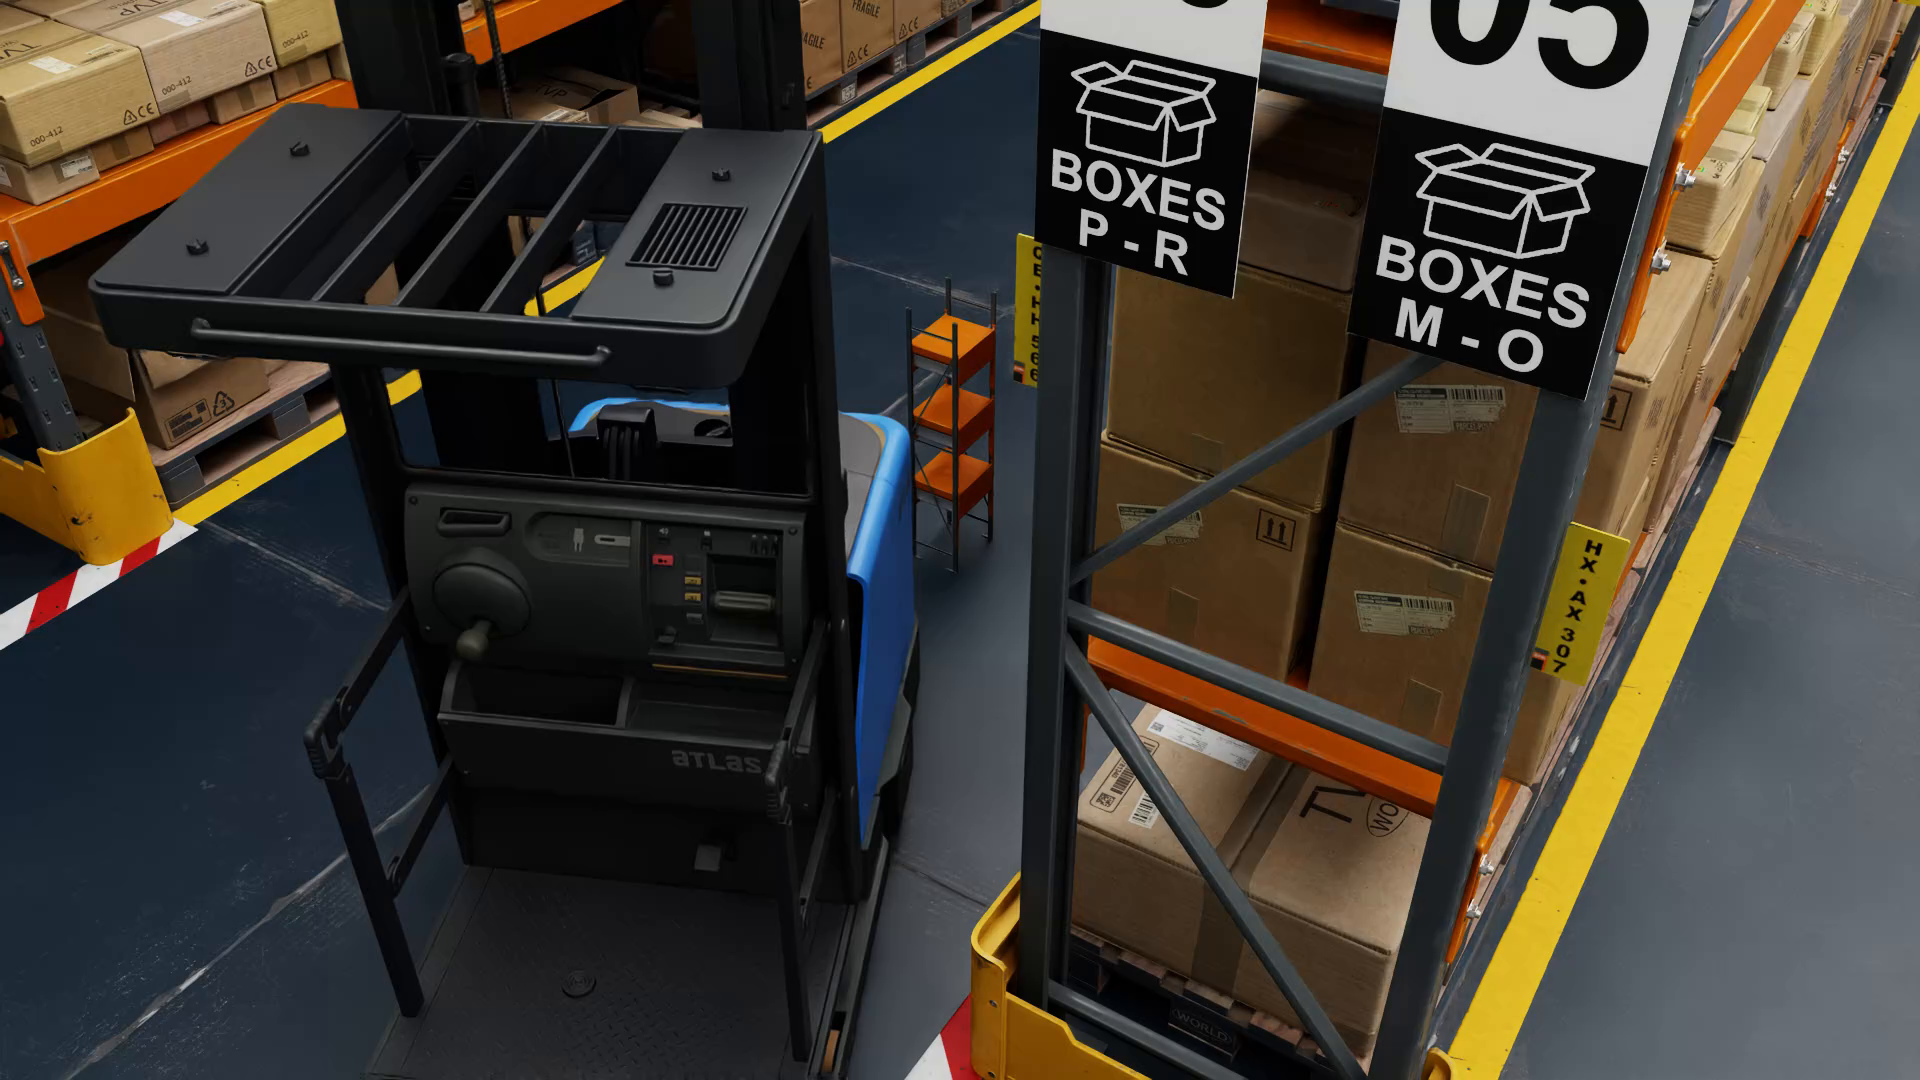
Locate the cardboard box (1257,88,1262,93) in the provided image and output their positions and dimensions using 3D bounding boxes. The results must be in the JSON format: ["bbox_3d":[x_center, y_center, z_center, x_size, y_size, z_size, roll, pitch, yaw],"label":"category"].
[{"bbox_3d":[0.807,-0.938,3.578,0.380,0.149,0.250,21,42,25],"label":"cardboard box"}]

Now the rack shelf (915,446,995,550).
[{"bbox_3d":[-0.029,-0.160,6.070,0.215,0.259,0.240,21,42,25],"label":"rack shelf"}]

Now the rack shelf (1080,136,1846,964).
[{"bbox_3d":[1.673,-0.442,4.956,1.077,0.370,4.000,21,42,25],"label":"rack shelf"}]

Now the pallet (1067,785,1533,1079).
[{"bbox_3d":[0.964,0.971,4.818,1.003,0.211,1.213,21,42,25],"label":"pallet"}]

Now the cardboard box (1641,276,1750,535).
[{"bbox_3d":[1.636,-0.415,4.250,0.500,0.500,0.500,21,42,25],"label":"cardboard box"}]

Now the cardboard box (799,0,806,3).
[{"bbox_3d":[-1.032,-2.911,8.741,0.380,0.149,0.250,23,43,27],"label":"cardboard box"}]

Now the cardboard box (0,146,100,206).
[{"bbox_3d":[-3.184,-1.298,5.682,0.380,0.149,0.250,21,42,25],"label":"cardboard box"}]

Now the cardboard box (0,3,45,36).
[{"bbox_3d":[-3.570,-1.700,5.877,0.500,0.250,0.500,22,43,26],"label":"cardboard box"}]

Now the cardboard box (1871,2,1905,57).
[{"bbox_3d":[3.218,-2.031,6.141,0.500,0.250,0.500,20,42,24],"label":"cardboard box"}]

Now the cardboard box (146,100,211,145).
[{"bbox_3d":[-2.975,-1.591,6.062,0.380,0.149,0.250,21,42,25],"label":"cardboard box"}]

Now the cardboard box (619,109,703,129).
[{"bbox_3d":[-1.499,-2.033,8.422,0.380,0.149,0.250,20,42,24],"label":"cardboard box"}]

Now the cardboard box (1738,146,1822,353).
[{"bbox_3d":[2.184,-0.944,4.935,0.500,0.500,0.500,21,42,24],"label":"cardboard box"}]

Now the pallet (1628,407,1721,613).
[{"bbox_3d":[2.271,-0.287,6.449,1.003,0.211,1.213,21,42,25],"label":"pallet"}]

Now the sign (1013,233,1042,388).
[{"bbox_3d":[0.151,-0.433,3.212,0.100,0.325,0.005,21,42,25],"label":"sign"}]

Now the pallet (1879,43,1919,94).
[{"bbox_3d":[5.307,-3.118,10.122,1.003,0.211,1.213,21,42,25],"label":"pallet"}]

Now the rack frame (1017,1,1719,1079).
[{"bbox_3d":[0.601,0.304,3.398,1.000,3.000,0.127,21,42,25],"label":"rack frame"}]

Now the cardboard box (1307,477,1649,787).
[{"bbox_3d":[1.101,0.111,3.567,0.500,0.500,0.500,21,42,25],"label":"cardboard box"}]

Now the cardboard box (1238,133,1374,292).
[{"bbox_3d":[0.624,-0.639,3.190,0.380,0.149,0.250,22,43,26],"label":"cardboard box"}]

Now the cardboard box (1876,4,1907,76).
[{"bbox_3d":[3.479,-2.106,6.648,0.500,0.250,0.500,20,42,24],"label":"cardboard box"}]

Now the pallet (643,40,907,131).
[{"bbox_3d":[-1.045,-2.707,9.588,1.003,0.211,1.213,21,42,25],"label":"pallet"}]

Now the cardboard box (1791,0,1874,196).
[{"bbox_3d":[2.181,-1.335,4.625,0.500,0.500,0.500,22,43,26],"label":"cardboard box"}]

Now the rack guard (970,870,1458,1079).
[{"bbox_3d":[0.588,1.307,4.146,1.175,0.500,0.348,21,42,25],"label":"rack guard"}]

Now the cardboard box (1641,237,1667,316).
[{"bbox_3d":[1.025,-0.481,2.985,0.380,0.149,0.250,22,43,26],"label":"cardboard box"}]

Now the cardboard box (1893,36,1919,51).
[{"bbox_3d":[5.198,-3.234,9.796,0.950,0.372,0.625,18,41,22],"label":"cardboard box"}]

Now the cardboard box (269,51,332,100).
[{"bbox_3d":[-2.651,-1.840,6.385,0.380,0.149,0.250,22,43,26],"label":"cardboard box"}]

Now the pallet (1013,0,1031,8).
[{"bbox_3d":[0.262,-3.965,11.220,1.003,0.211,1.213,21,42,25],"label":"pallet"}]

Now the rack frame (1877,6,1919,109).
[{"bbox_3d":[4.887,-3.820,8.748,1.000,3.000,0.127,21,42,25],"label":"rack frame"}]

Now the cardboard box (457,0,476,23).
[{"bbox_3d":[-2.248,-2.243,6.909,0.380,0.149,0.250,21,42,25],"label":"cardboard box"}]

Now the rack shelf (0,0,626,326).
[{"bbox_3d":[-2.520,-2.064,7.059,1.077,0.370,4.000,21,42,25],"label":"rack shelf"}]

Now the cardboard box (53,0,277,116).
[{"bbox_3d":[-2.851,-1.782,5.983,0.500,0.250,0.500,22,43,26],"label":"cardboard box"}]

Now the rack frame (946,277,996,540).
[{"bbox_3d":[0.037,-0.451,5.975,0.200,1.050,0.008,21,42,25],"label":"rack frame"}]

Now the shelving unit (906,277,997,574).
[{"bbox_3d":[-0.029,-0.388,5.894,0.215,1.050,0.252,21,42,25],"label":"shelving unit"}]

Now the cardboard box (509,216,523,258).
[{"bbox_3d":[-2.326,-1.446,7.372,0.500,0.500,0.500,22,43,26],"label":"cardboard box"}]

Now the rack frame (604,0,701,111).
[{"bbox_3d":[-1.449,-3.380,8.177,1.000,3.000,0.127,21,42,25],"label":"rack frame"}]

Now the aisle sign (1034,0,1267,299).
[{"bbox_3d":[0.301,-0.790,2.688,0.394,0.787,0.004,21,42,25],"label":"aisle sign"}]

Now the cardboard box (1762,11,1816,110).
[{"bbox_3d":[1.733,-1.145,3.846,0.380,0.149,0.250,22,43,26],"label":"cardboard box"}]

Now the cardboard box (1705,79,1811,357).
[{"bbox_3d":[1.639,-0.822,3.959,0.500,0.500,0.500,21,42,25],"label":"cardboard box"}]

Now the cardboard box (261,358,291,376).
[{"bbox_3d":[-2.924,-0.845,6.881,0.380,0.149,0.250,19,42,23],"label":"cardboard box"}]

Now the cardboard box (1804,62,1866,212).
[{"bbox_3d":[2.712,-1.475,5.624,0.500,0.500,0.500,22,43,26],"label":"cardboard box"}]

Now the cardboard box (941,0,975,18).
[{"bbox_3d":[-0.169,-3.531,10.076,0.500,0.500,0.500,20,42,24],"label":"cardboard box"}]

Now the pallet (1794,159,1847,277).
[{"bbox_3d":[3.747,-1.707,8.292,1.003,0.211,1.213,21,42,25],"label":"pallet"}]

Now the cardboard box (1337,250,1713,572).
[{"bbox_3d":[1.099,-0.286,3.263,0.500,0.500,0.500,20,42,24],"label":"cardboard box"}]

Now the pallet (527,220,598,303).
[{"bbox_3d":[-2.470,-1.290,7.750,1.003,0.211,1.213,21,42,25],"label":"pallet"}]

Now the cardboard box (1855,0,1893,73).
[{"bbox_3d":[2.725,-1.860,5.305,0.500,0.500,0.500,21,42,25],"label":"cardboard box"}]

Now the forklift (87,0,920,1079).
[{"bbox_3d":[-0.838,0.171,3.628,1.130,2.935,3.031,5,38,6],"label":"forklift"}]

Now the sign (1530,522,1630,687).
[{"bbox_3d":[1.067,0.115,2.870,0.100,0.325,0.005,21,42,25],"label":"sign"}]

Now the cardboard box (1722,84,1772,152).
[{"bbox_3d":[1.467,-0.877,3.499,0.380,0.149,0.250,20,42,24],"label":"cardboard box"}]

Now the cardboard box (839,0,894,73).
[{"bbox_3d":[-0.723,-3.009,9.400,0.500,0.500,0.500,21,42,25],"label":"cardboard box"}]

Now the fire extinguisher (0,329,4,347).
[{"bbox_3d":[-3.280,-0.912,5.345,0.296,0.674,0.183,21,42,25],"label":"fire extinguisher"}]
